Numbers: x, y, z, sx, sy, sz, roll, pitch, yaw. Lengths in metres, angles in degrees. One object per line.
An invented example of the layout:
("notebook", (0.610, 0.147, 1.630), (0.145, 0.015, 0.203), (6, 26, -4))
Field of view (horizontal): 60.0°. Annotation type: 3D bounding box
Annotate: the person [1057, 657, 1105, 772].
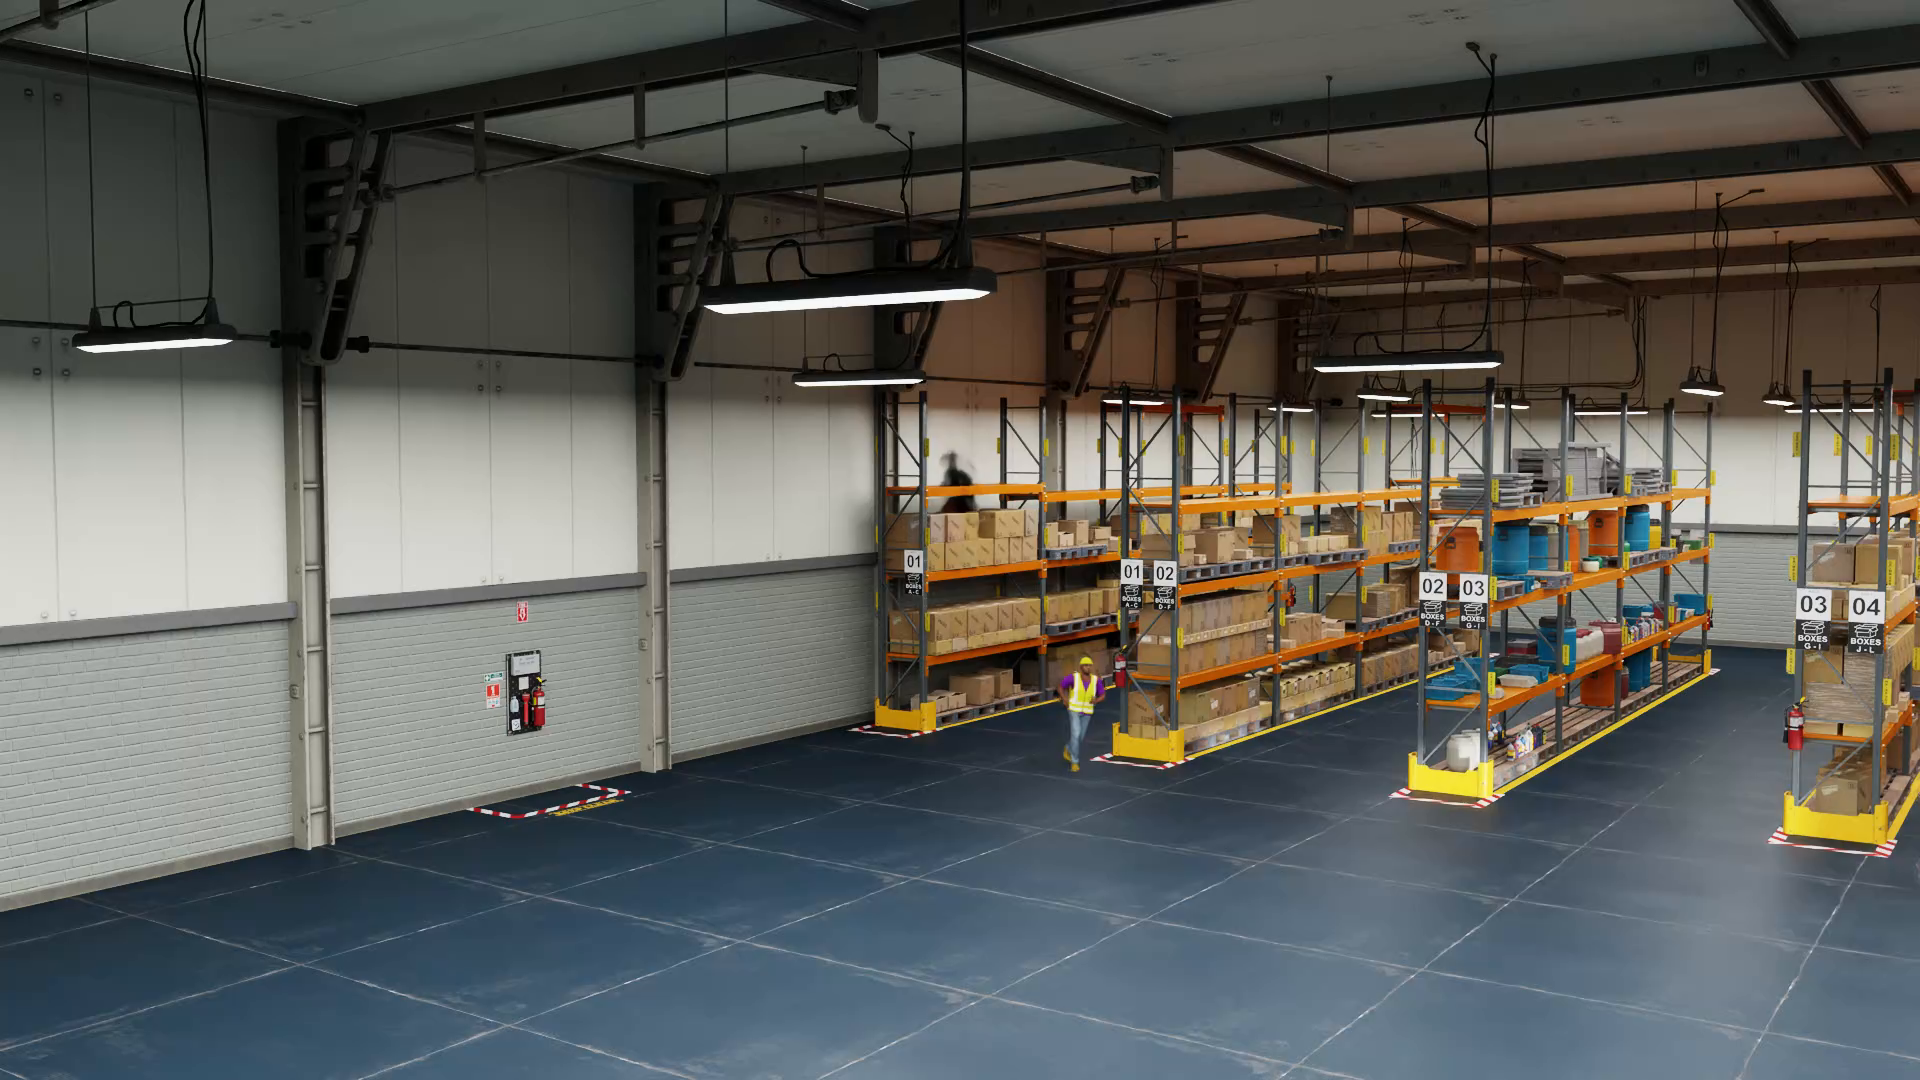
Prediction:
("person", (1.913, 2.702, 26.075), (0.735, 1.754, 0.881), (-1, 3, -11))
